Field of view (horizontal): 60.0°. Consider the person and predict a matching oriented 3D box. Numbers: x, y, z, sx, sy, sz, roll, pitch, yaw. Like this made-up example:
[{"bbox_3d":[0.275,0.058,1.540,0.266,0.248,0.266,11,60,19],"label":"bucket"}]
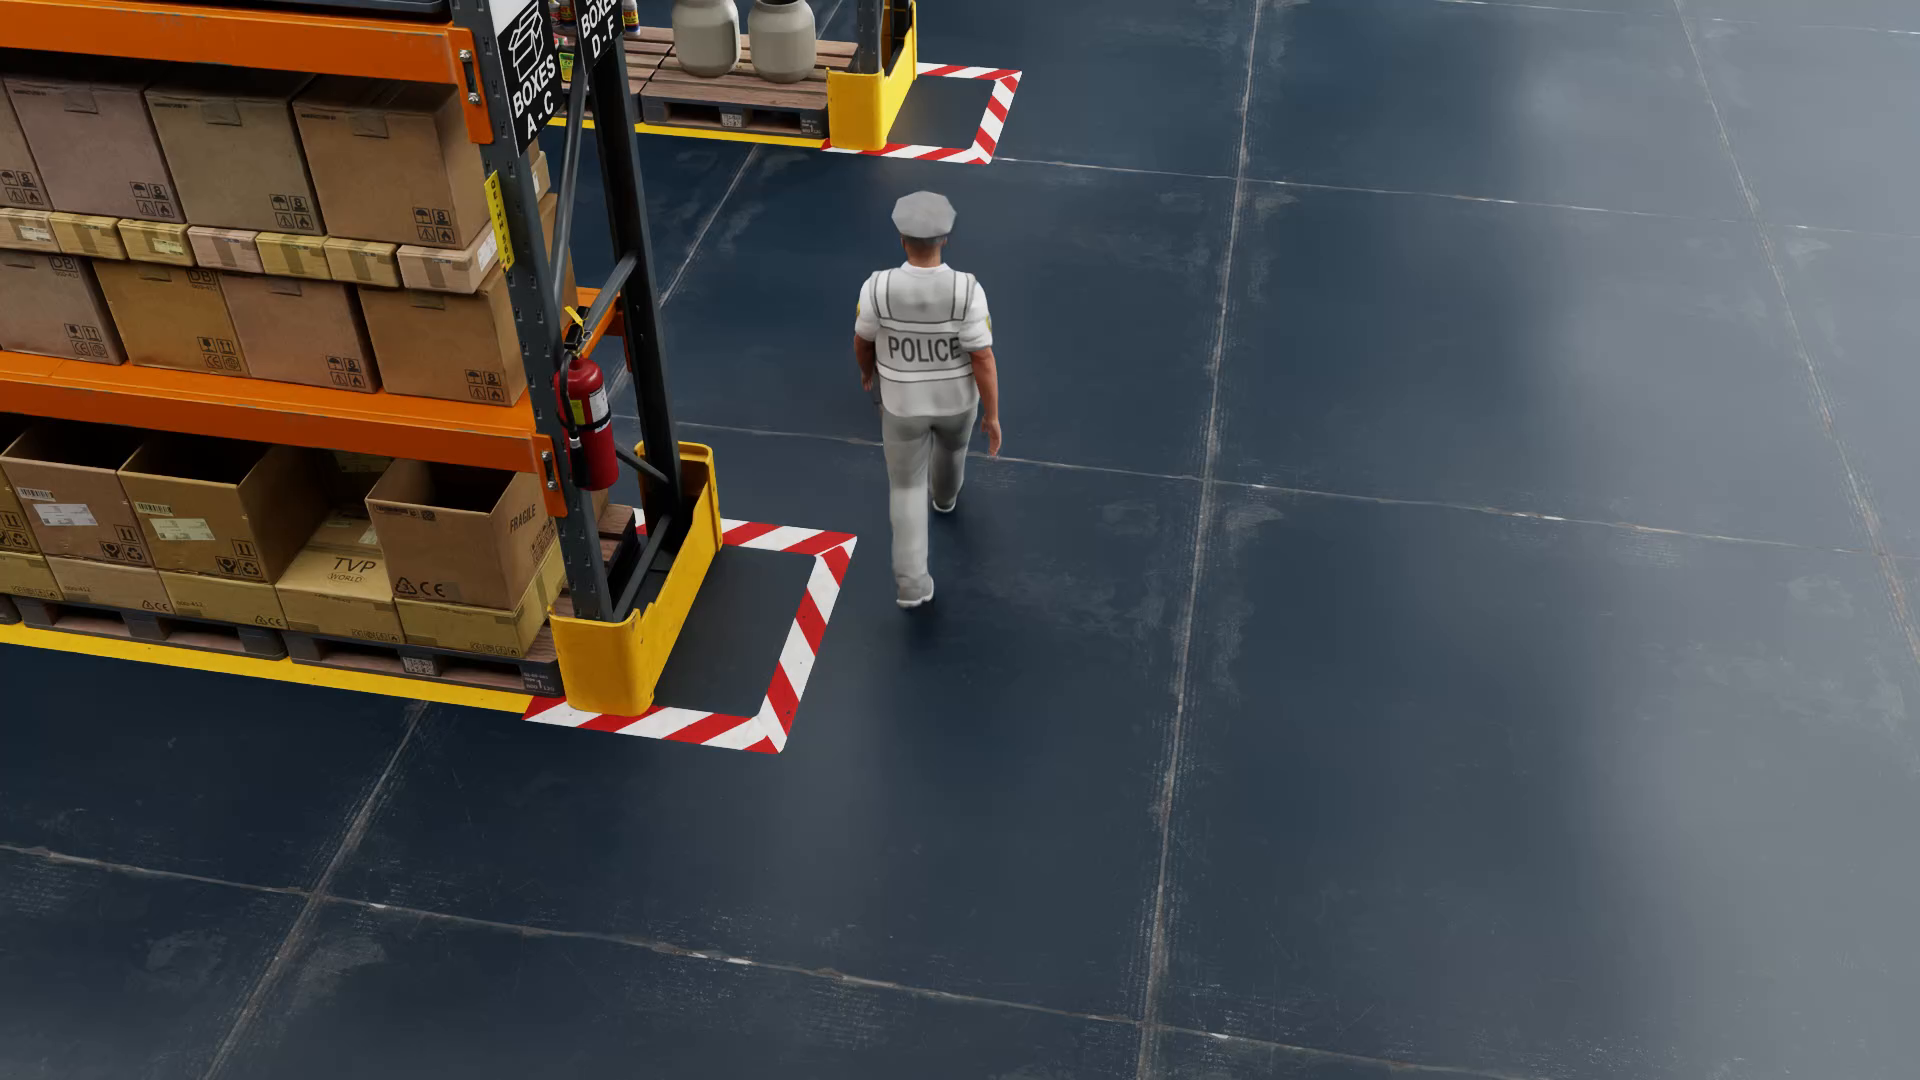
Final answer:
[{"bbox_3d":[-0.140,-0.692,6.967,0.575,1.726,0.823,-2,40,-2],"label":"person"}]
